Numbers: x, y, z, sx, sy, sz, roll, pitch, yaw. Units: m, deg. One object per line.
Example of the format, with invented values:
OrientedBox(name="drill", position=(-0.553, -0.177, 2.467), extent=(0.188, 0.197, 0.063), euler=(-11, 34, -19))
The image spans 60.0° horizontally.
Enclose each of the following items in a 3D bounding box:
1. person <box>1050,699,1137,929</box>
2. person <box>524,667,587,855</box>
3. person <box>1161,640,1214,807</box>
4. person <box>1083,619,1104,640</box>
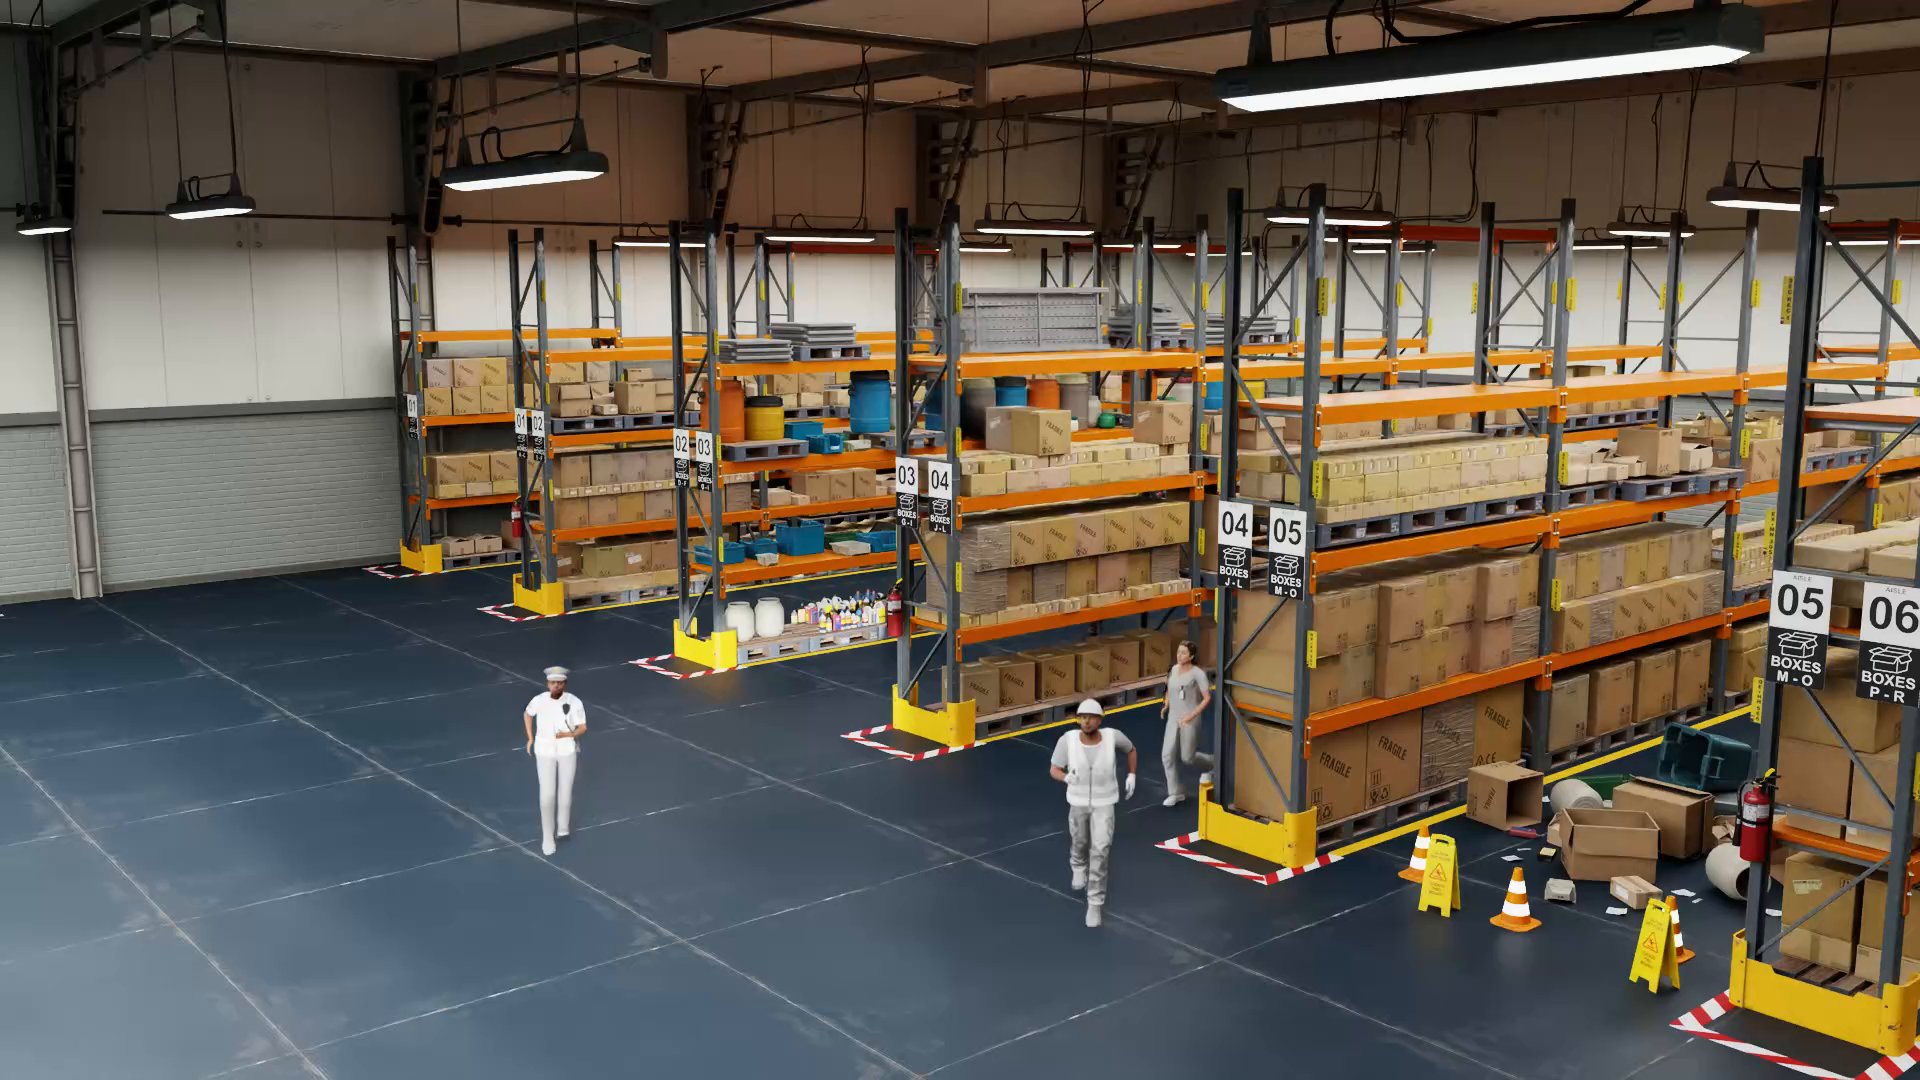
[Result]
OrientedBox(name="person", position=(1.102, 2.189, 13.770), extent=(0.695, 1.832, 0.927), euler=(2, 9, 11))
OrientedBox(name="person", position=(-3.710, 2.001, 15.304), extent=(0.555, 1.738, 0.690), euler=(-2, 9, -15))
OrientedBox(name="person", position=(2.300, 1.816, 16.727), extent=(0.582, 1.629, 0.766), euler=(9, 12, 44))
OrientedBox(name="person", position=(1.892, 0.527, 23.007), extent=(0.647, 1.685, 0.637), euler=(7, 12, 40))
